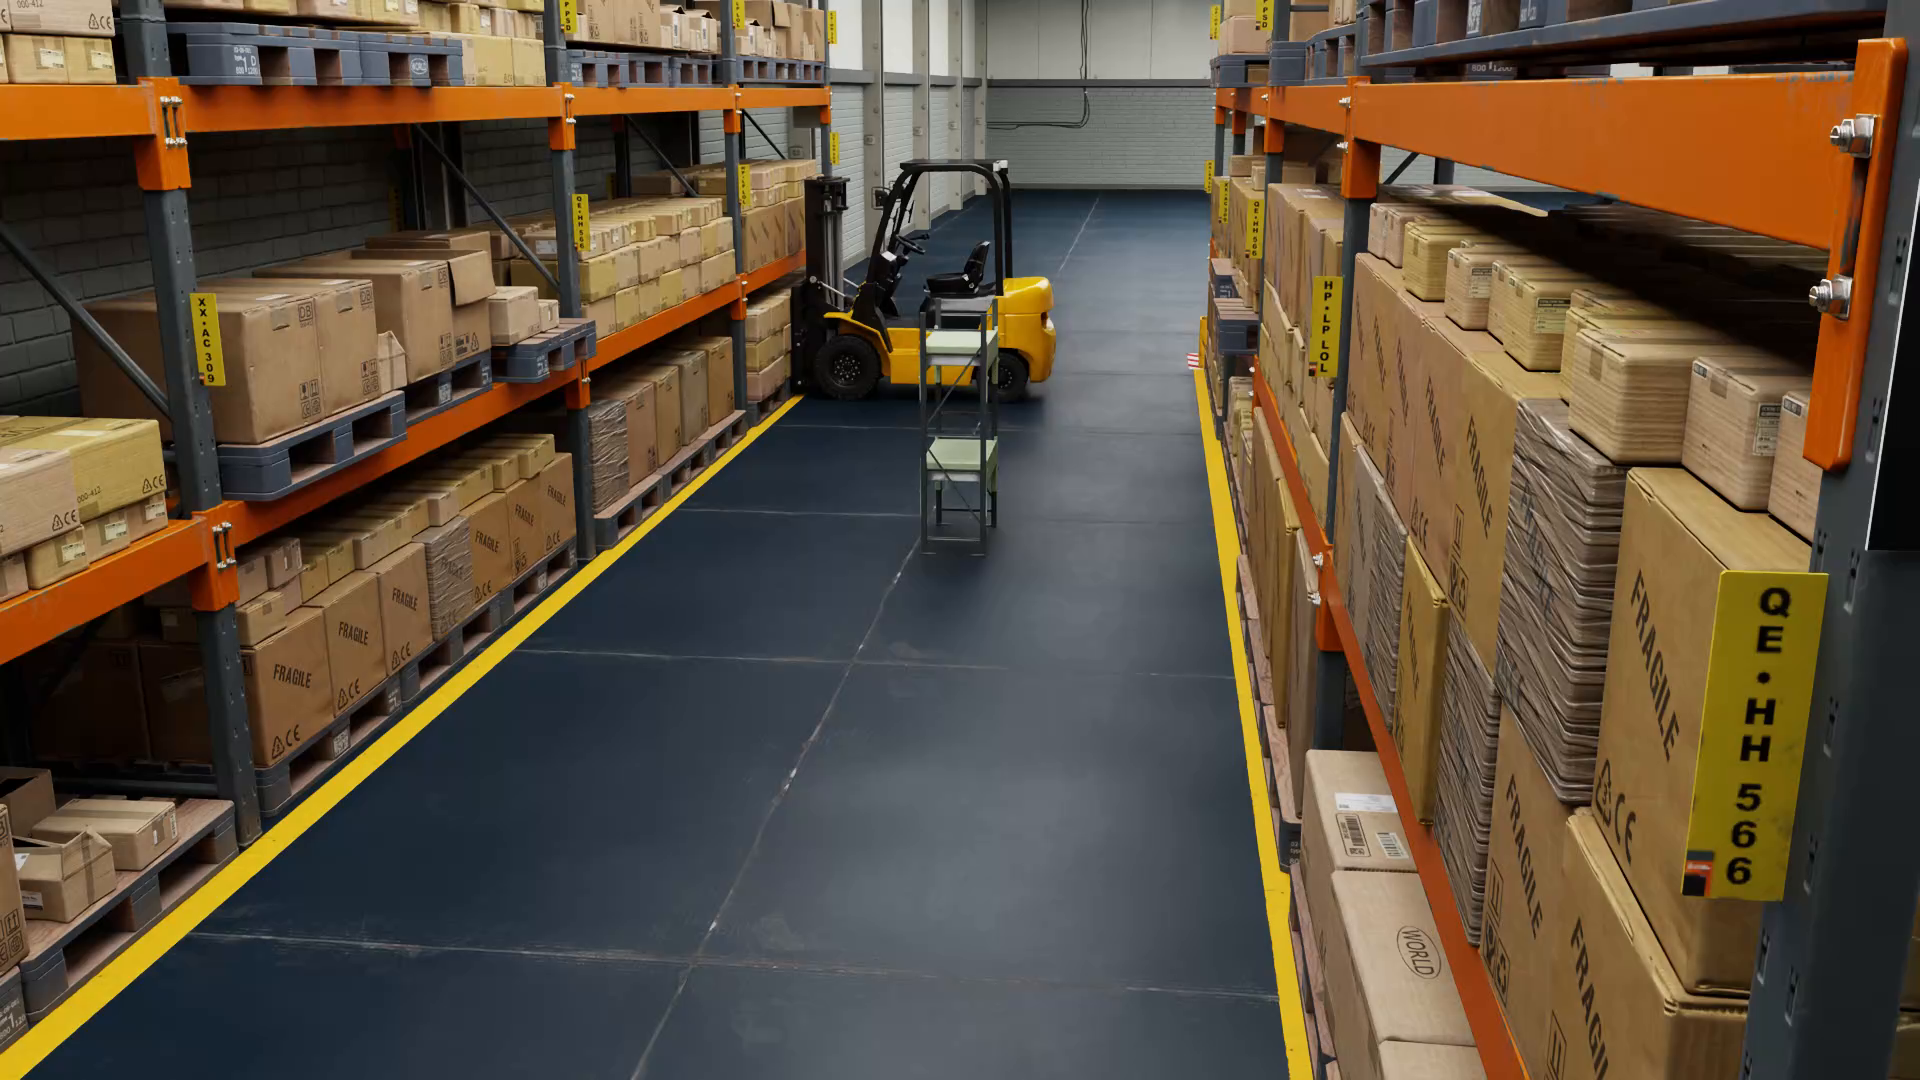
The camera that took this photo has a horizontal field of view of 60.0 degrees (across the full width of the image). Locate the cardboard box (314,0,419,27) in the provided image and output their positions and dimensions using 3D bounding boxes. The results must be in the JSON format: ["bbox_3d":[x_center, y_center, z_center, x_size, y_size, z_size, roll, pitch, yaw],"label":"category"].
[{"bbox_3d":[-2.623,-2.346,7.330,0.380,0.149,0.250,2,15,8],"label":"cardboard box"}]

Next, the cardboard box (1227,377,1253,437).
[{"bbox_3d":[2.579,-1.031,12.957,0.950,0.372,0.625,2,15,7],"label":"cardboard box"}]

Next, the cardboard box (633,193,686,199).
[{"bbox_3d":[-2.516,-2.830,13.948,0.380,0.149,0.250,2,15,6],"label":"cardboard box"}]

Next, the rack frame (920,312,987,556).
[{"bbox_3d":[-0.041,-0.631,10.122,0.400,1.500,0.023,2,15,6],"label":"rack frame"}]

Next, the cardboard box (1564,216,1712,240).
[{"bbox_3d":[1.839,-0.783,4.462,0.380,0.149,0.250,2,15,6],"label":"cardboard box"}]

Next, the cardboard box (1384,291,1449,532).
[{"bbox_3d":[1.306,-0.309,3.951,0.500,0.500,0.500,2,15,7],"label":"cardboard box"}]

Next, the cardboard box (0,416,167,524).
[{"bbox_3d":[-3.015,-0.235,5.502,0.500,0.250,0.500,2,15,8],"label":"cardboard box"}]

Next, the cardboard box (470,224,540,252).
[{"bbox_3d":[-2.905,-1.929,10.614,0.380,0.149,0.250,2,15,6],"label":"cardboard box"}]

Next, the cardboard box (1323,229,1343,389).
[{"bbox_3d":[1.534,-0.812,5.812,0.500,0.500,0.500,2,15,8],"label":"cardboard box"}]

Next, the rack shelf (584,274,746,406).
[{"bbox_3d":[-2.523,-1.512,11.885,1.077,0.370,4.000,2,15,6],"label":"rack shelf"}]

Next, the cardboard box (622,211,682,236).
[{"bbox_3d":[-2.183,-2.241,11.769,0.380,0.149,0.250,1,15,5],"label":"cardboard box"}]

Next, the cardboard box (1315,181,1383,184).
[{"bbox_3d":[2.692,-2.238,11.628,0.500,0.500,0.500,2,15,8],"label":"cardboard box"}]

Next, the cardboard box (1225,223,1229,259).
[{"bbox_3d":[2.438,-2.547,13.574,0.500,0.500,0.500,1,15,5],"label":"cardboard box"}]

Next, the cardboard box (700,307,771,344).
[{"bbox_3d":[-1.931,-1.852,14.313,0.500,0.250,0.500,1,15,5],"label":"cardboard box"}]

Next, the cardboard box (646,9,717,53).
[{"bbox_3d":[-2.137,-3.839,12.541,0.500,0.311,0.500,1,15,4],"label":"cardboard box"}]

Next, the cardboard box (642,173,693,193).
[{"bbox_3d":[-2.492,-3.039,14.148,0.380,0.149,0.250,1,15,5],"label":"cardboard box"}]

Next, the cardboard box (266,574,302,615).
[{"bbox_3d":[-2.941,0.228,6.812,0.380,0.149,0.250,1,15,5],"label":"cardboard box"}]

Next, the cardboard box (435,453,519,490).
[{"bbox_3d":[-2.626,-0.375,9.046,0.380,0.149,0.250,1,15,4],"label":"cardboard box"}]

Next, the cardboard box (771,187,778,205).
[{"bbox_3d":[-1.838,-3.080,14.871,0.380,0.149,0.250,2,15,6],"label":"cardboard box"}]

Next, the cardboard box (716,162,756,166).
[{"bbox_3d":[-2.217,-3.640,16.373,0.380,0.149,0.250,2,15,7],"label":"cardboard box"}]

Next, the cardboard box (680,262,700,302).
[{"bbox_3d":[-2.232,-1.909,12.262,0.500,0.250,0.500,2,15,7],"label":"cardboard box"}]

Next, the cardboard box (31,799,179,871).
[{"bbox_3d":[-2.971,1.024,5.787,0.380,0.149,0.250,1,15,5],"label":"cardboard box"}]

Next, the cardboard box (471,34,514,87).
[{"bbox_3d":[-2.621,-2.445,8.500,0.500,0.250,0.500,2,15,6],"label":"cardboard box"}]

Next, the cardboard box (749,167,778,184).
[{"bbox_3d":[-1.889,-3.359,15.332,0.380,0.149,0.250,2,15,6],"label":"cardboard box"}]

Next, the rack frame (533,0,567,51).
[{"bbox_3d":[-2.748,-4.237,9.090,1.000,3.000,0.127,2,15,6],"label":"rack frame"}]

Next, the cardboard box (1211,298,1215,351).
[{"bbox_3d":[2.599,-2.035,15.467,0.500,0.500,0.500,2,15,7],"label":"cardboard box"}]

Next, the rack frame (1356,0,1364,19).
[{"bbox_3d":[1.733,-3.054,4.716,1.000,3.000,0.127,2,15,6],"label":"rack frame"}]

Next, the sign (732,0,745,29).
[{"bbox_3d":[-1.757,-4.214,13.160,0.100,0.325,0.005,2,15,6],"label":"sign"}]

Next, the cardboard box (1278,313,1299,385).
[{"bbox_3d":[1.683,-0.846,7.374,0.500,0.250,0.500,2,15,7],"label":"cardboard box"}]

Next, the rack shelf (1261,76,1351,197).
[{"bbox_3d":[1.958,-1.777,7.120,1.077,0.370,4.000,2,15,6],"label":"rack shelf"}]

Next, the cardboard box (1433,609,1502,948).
[{"bbox_3d":[1.193,0.435,3.115,0.500,0.500,0.500,2,15,8],"label":"cardboard box"}]

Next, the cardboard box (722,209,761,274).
[{"bbox_3d":[-1.988,-2.534,14.094,0.500,0.500,0.500,1,15,5],"label":"cardboard box"}]

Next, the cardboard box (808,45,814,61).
[{"bbox_3d":[-1.637,-4.769,16.292,0.380,0.149,0.250,1,15,5],"label":"cardboard box"}]

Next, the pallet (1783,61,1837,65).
[{"bbox_3d":[7.808,-4.046,14.301,1.003,0.211,1.213,2,15,6],"label":"pallet"}]

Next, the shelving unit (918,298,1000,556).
[{"bbox_3d":[0.001,-0.726,10.473,0.431,1.500,0.755,2,15,6],"label":"shelving unit"}]

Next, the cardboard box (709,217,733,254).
[{"bbox_3d":[-2.098,-2.412,13.165,0.500,0.250,0.500,1,15,5],"label":"cardboard box"}]

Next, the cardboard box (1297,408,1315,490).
[{"bbox_3d":[1.591,-0.341,6.465,0.500,0.250,0.500,1,15,5],"label":"cardboard box"}]

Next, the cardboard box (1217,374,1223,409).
[{"bbox_3d":[2.435,-1.269,14.073,0.500,0.250,0.500,2,15,9],"label":"cardboard box"}]

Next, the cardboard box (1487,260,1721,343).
[{"bbox_3d":[1.260,-0.464,3.280,0.380,0.149,0.250,2,15,8],"label":"cardboard box"}]

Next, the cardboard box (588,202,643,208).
[{"bbox_3d":[-2.661,-2.522,12.807,0.380,0.149,0.250,2,15,6],"label":"cardboard box"}]

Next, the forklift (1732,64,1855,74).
[{"bbox_3d":[5.489,-1.552,10.786,3.031,2.935,1.130,-9,18,-31],"label":"forklift"}]

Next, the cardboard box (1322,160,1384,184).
[{"bbox_3d":[2.735,-2.563,11.586,0.380,0.149,0.250,1,15,4],"label":"cardboard box"}]

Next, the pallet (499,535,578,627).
[{"bbox_3d":[-2.870,0.198,9.525,1.003,0.211,1.213,2,15,6],"label":"pallet"}]

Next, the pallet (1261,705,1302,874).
[{"bbox_3d":[1.745,0.986,6.612,1.003,0.211,1.213,2,15,6],"label":"pallet"}]

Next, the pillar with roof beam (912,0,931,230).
[{"bbox_3d":[3.489,-10.699,32.990,9.100,9.000,0.400,2,15,6],"label":"pillar with roof beam"}]

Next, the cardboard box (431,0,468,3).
[{"bbox_3d":[-2.614,-2.683,8.046,0.380,0.149,0.250,1,15,5],"label":"cardboard box"}]

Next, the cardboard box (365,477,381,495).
[{"bbox_3d":[-3.226,-0.252,8.588,0.380,0.149,0.250,1,15,5],"label":"cardboard box"}]

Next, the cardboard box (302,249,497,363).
[{"bbox_3d":[-2.749,-1.164,8.219,0.797,0.503,0.637,1,15,5],"label":"cardboard box"}]

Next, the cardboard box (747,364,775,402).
[{"bbox_3d":[-1.914,-1.369,14.442,0.500,0.250,0.500,2,15,7],"label":"cardboard box"}]

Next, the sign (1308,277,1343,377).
[{"bbox_3d":[1.192,-0.692,5.408,0.100,0.325,0.005,2,15,6],"label":"sign"}]

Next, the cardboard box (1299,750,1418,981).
[{"bbox_3d":[1.555,1.036,5.188,0.875,0.438,0.875,1,15,5],"label":"cardboard box"}]

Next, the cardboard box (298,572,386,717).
[{"bbox_3d":[-2.871,0.444,7.259,0.500,0.500,0.500,1,15,6],"label":"cardboard box"}]

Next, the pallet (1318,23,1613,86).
[{"bbox_3d":[1.787,-1.753,6.017,0.805,0.209,1.217,1,15,4],"label":"pallet"}]

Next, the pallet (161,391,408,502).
[{"bbox_3d":[-3.001,-0.414,6.816,1.003,0.211,1.213,2,15,6],"label":"pallet"}]
